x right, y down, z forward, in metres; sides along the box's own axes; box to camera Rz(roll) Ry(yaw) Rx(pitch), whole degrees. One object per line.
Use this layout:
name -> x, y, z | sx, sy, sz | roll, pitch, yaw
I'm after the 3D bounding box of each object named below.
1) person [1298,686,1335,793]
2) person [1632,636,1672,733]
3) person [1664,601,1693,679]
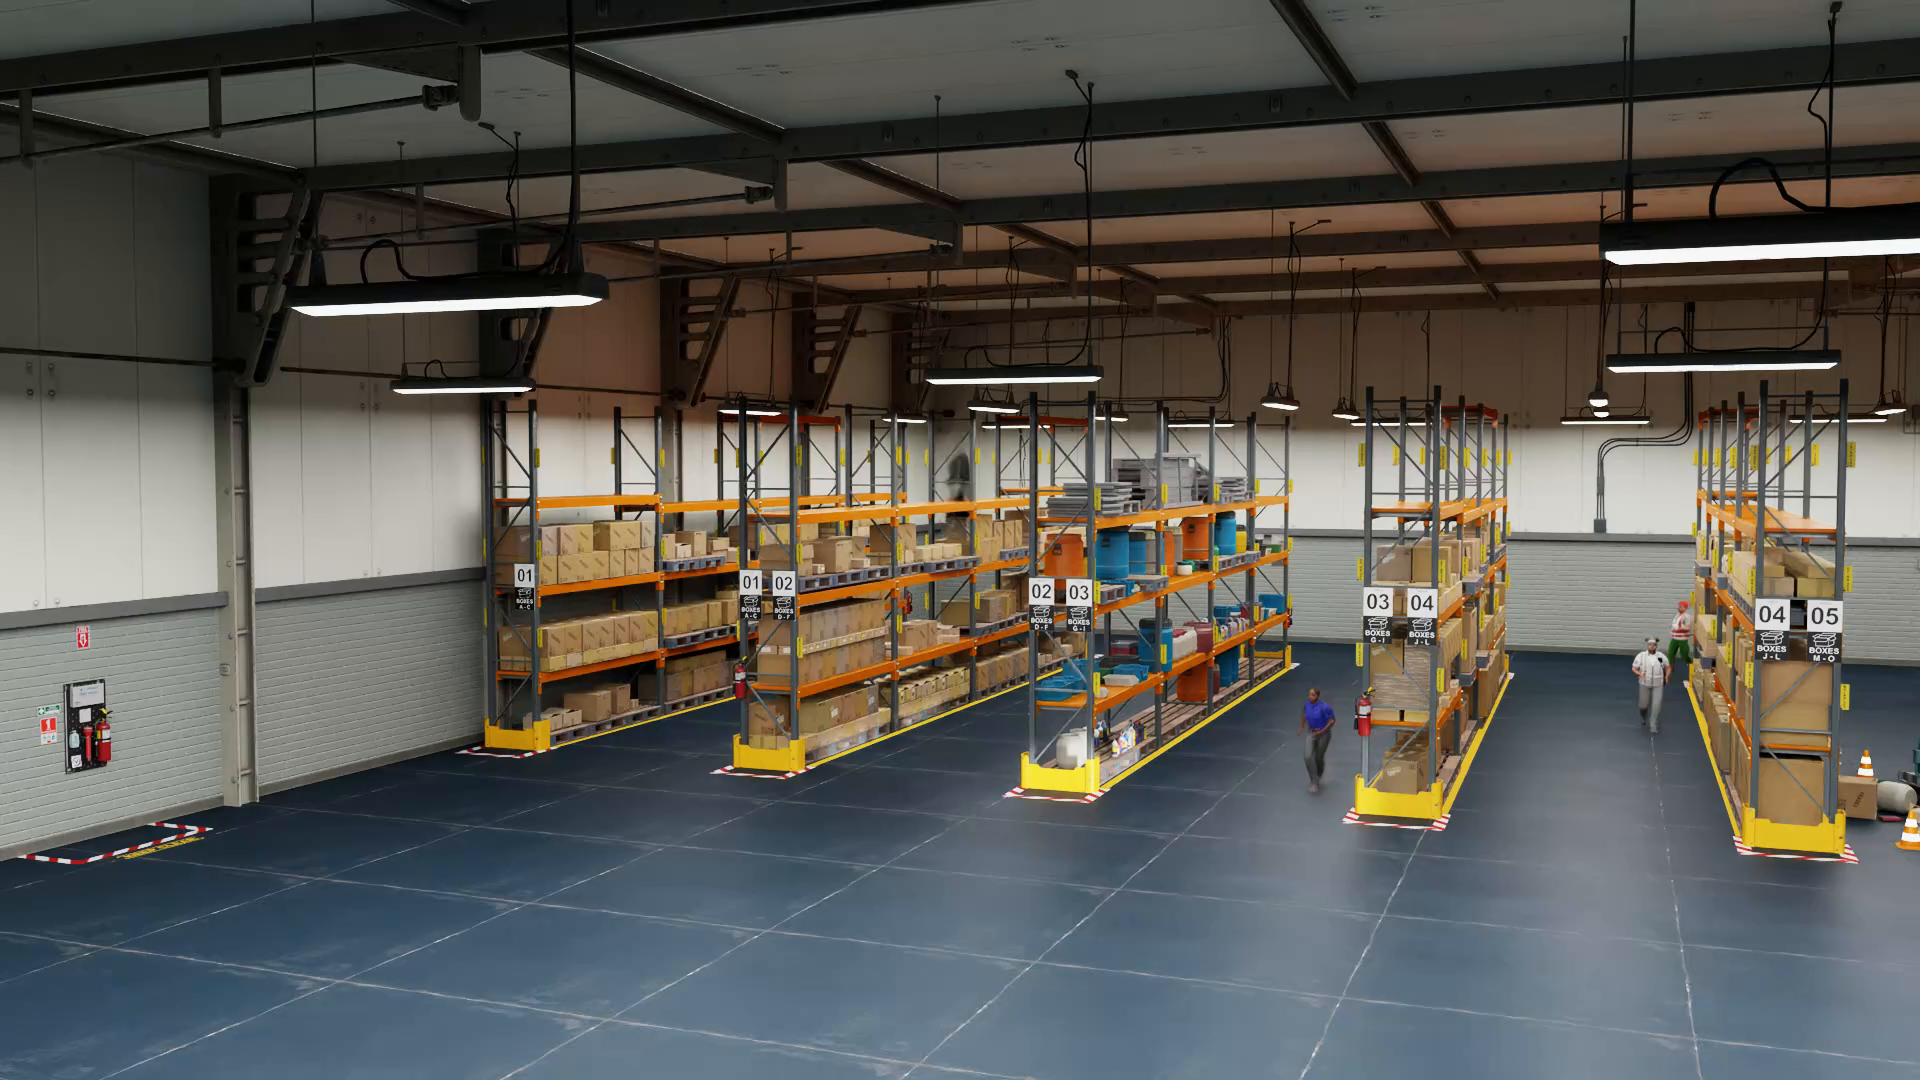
person -> 5.453, 2.989, 25.196 | 0.580, 1.626, 0.776 | 2, 3, 33
person -> 12.662, 2.626, 30.431 | 0.674, 1.740, 0.782 | 1, 3, 19
person -> 16.161, 2.241, 37.348 | 0.971, 1.761, 0.671 | -1, 3, -13
